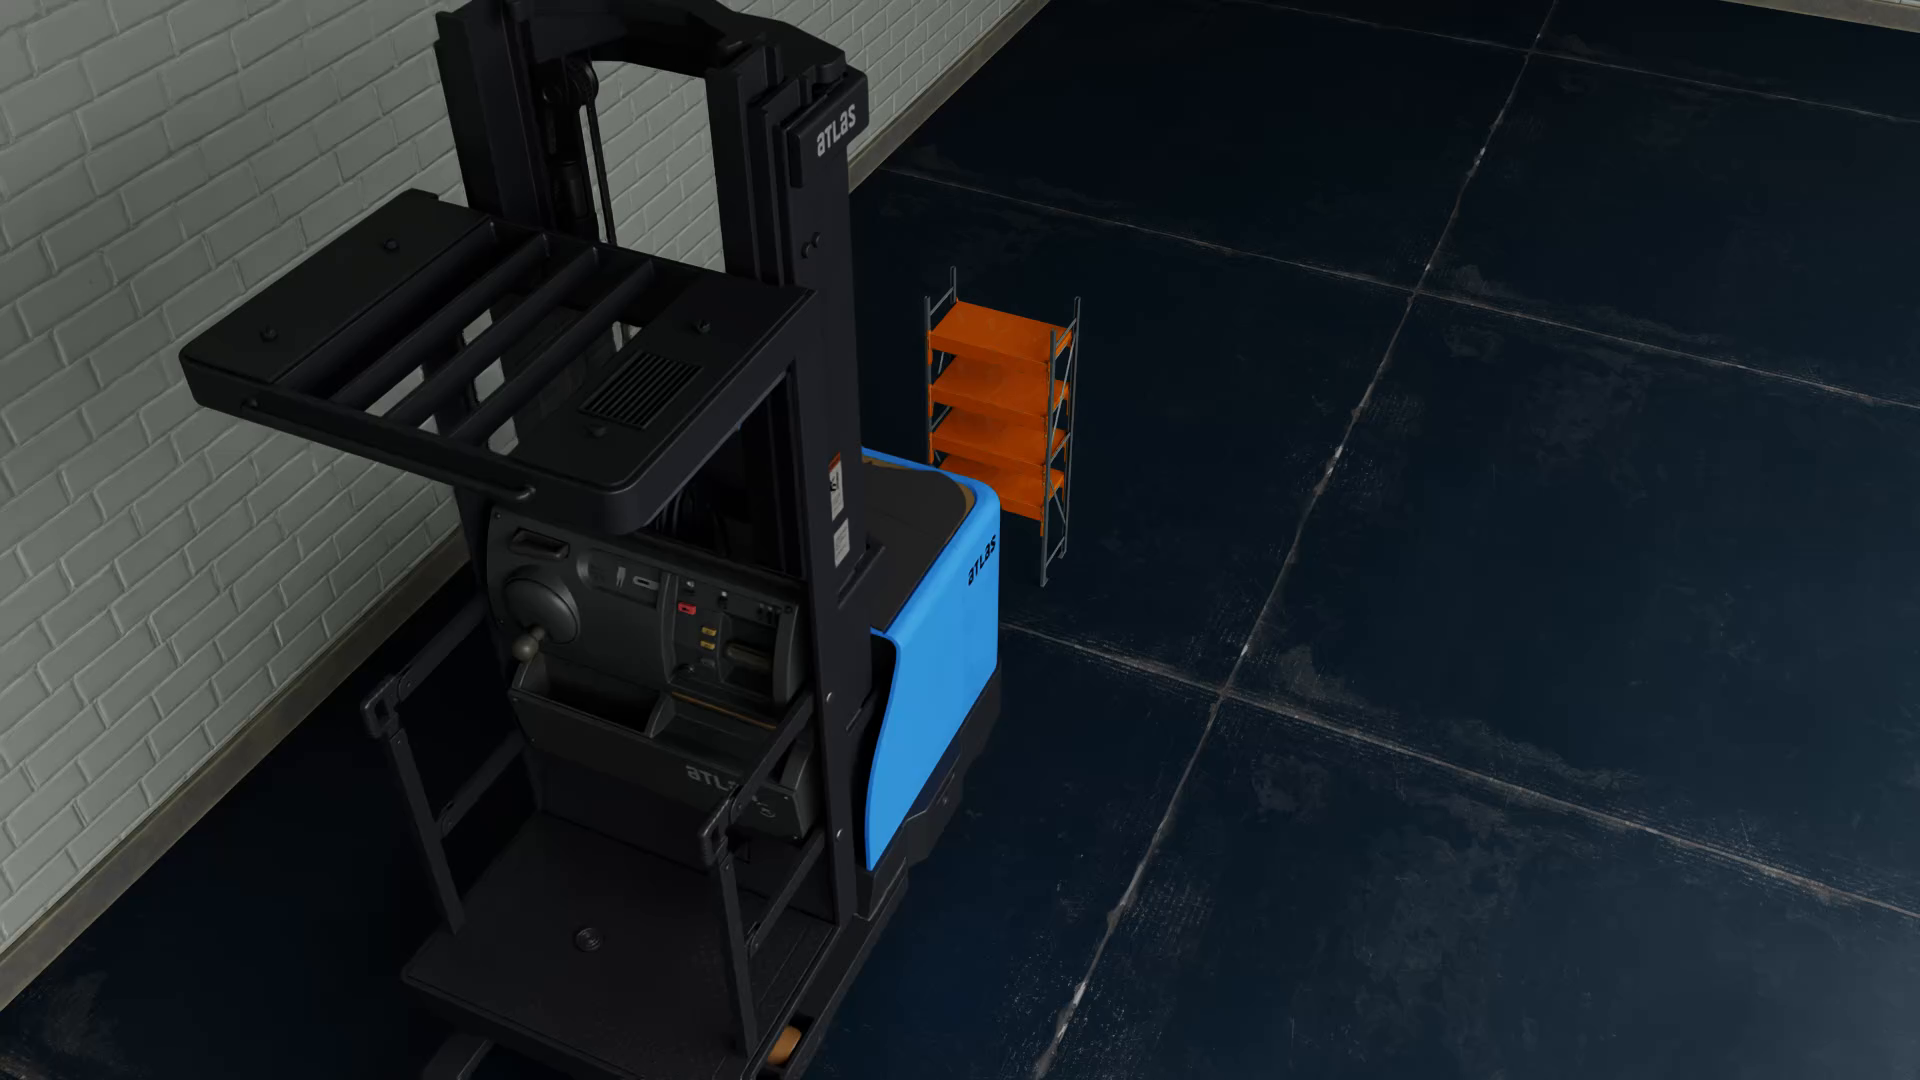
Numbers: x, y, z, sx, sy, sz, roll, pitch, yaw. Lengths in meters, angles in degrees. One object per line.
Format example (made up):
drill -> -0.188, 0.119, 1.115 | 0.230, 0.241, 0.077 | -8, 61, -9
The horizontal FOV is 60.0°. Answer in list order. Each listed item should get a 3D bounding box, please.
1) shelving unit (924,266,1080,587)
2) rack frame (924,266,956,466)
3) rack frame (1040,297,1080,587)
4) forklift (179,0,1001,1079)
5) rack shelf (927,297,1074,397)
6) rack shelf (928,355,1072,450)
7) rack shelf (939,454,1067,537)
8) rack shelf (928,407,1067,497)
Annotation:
shelving unit -> 0.150, -0.408, 6.304 | 0.503, 1.200, 0.258 | 17, 44, 19
rack frame -> -0.071, -0.475, 6.382 | 0.015, 1.200, 0.240 | 17, 44, 19
rack frame -> 0.371, -0.340, 6.226 | 0.015, 1.200, 0.240 | 17, 44, 19
forklift -> -0.925, 0.276, 4.193 | 1.130, 2.935, 3.031 | 17, 44, 18
rack shelf -> 0.150, -0.704, 6.047 | 0.480, 0.148, 0.258 | 17, 44, 19
rack shelf -> 0.150, -0.526, 6.202 | 0.480, 0.148, 0.258 | 17, 44, 19
rack shelf -> 0.150, -0.207, 6.478 | 0.480, 0.148, 0.258 | 17, 44, 19
rack shelf -> 0.150, -0.357, 6.348 | 0.480, 0.148, 0.258 | 17, 44, 19
